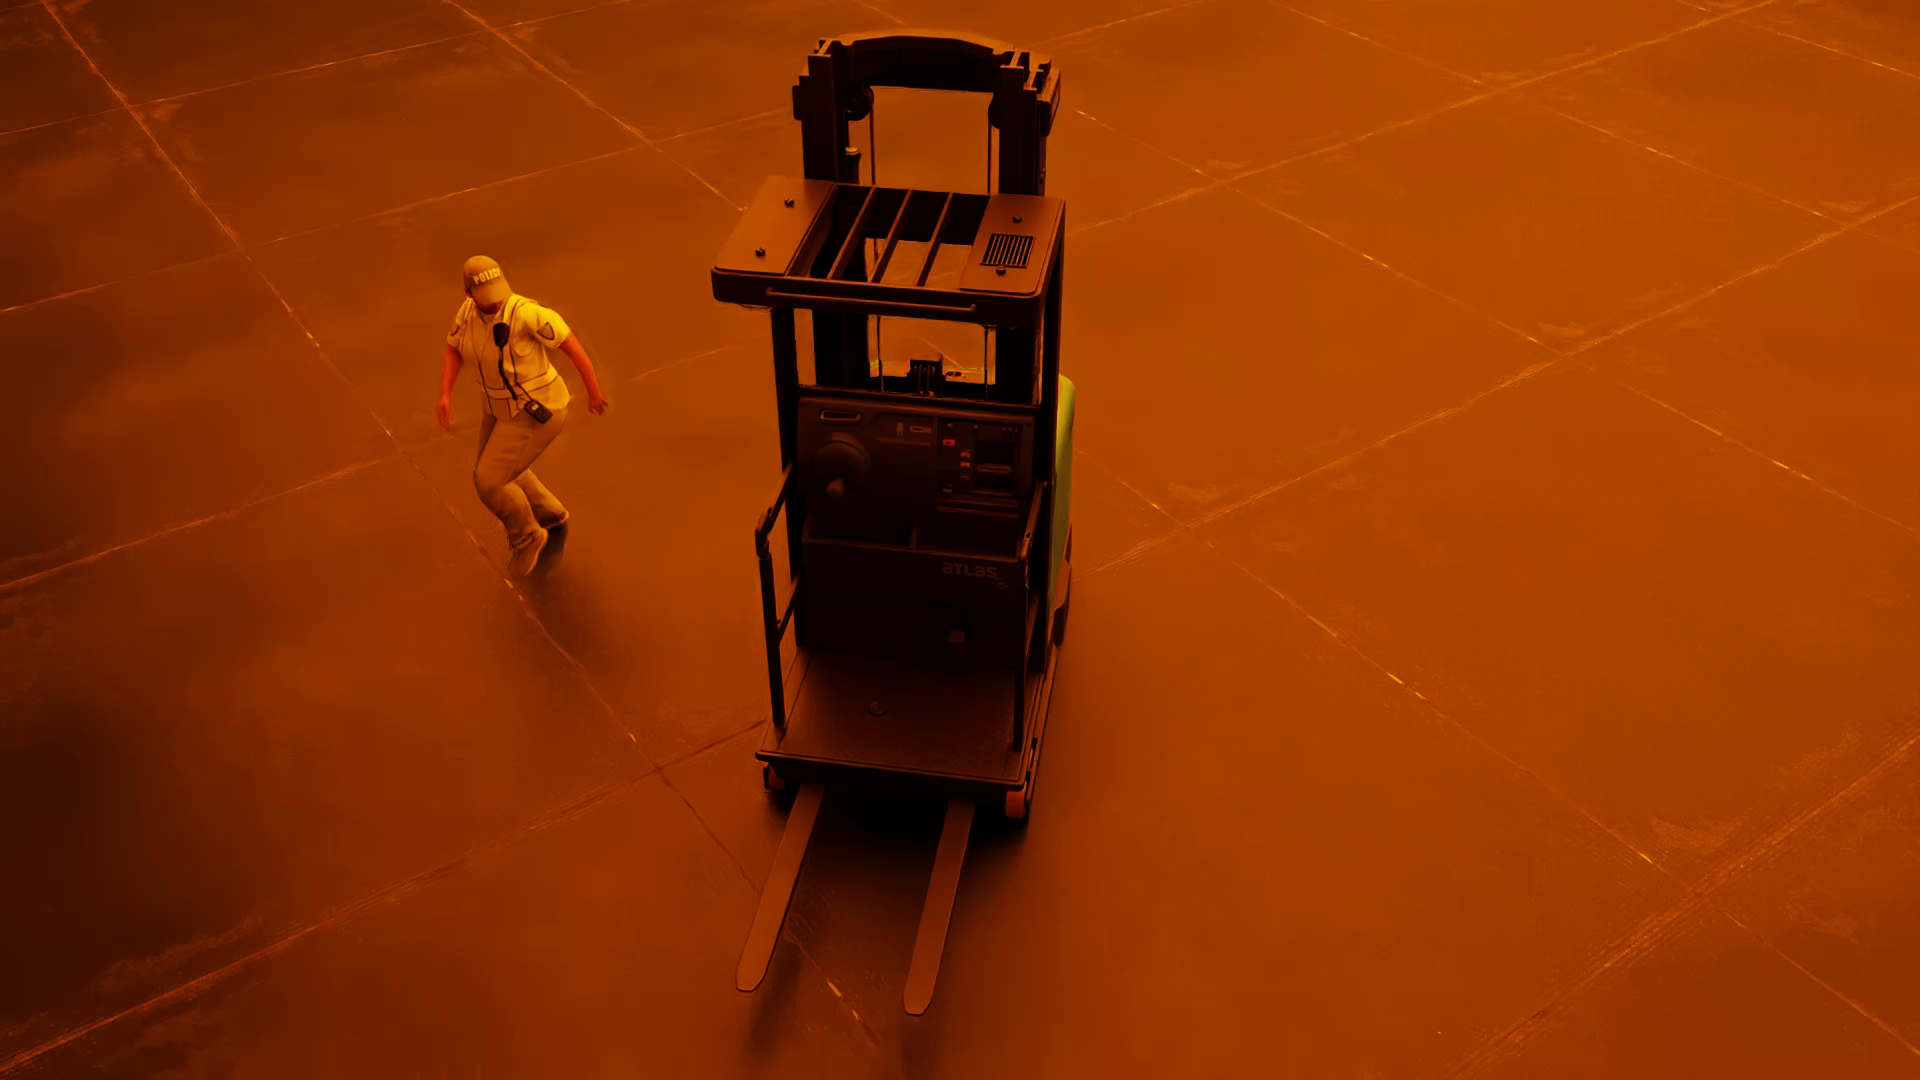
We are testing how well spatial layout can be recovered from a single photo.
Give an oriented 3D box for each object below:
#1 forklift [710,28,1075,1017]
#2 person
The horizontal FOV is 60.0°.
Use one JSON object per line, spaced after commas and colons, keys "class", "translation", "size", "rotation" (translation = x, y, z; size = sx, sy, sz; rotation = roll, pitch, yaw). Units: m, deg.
{"class": "forklift", "translation": [-0.210, -0.262, 6.299], "size": [1.130, 2.935, 3.031], "rotation": [6, 37, 8]}
{"class": "person", "translation": [-2.126, -0.615, 7.942], "size": [0.712, 1.648, 0.610], "rotation": [-26, 44, -31]}
